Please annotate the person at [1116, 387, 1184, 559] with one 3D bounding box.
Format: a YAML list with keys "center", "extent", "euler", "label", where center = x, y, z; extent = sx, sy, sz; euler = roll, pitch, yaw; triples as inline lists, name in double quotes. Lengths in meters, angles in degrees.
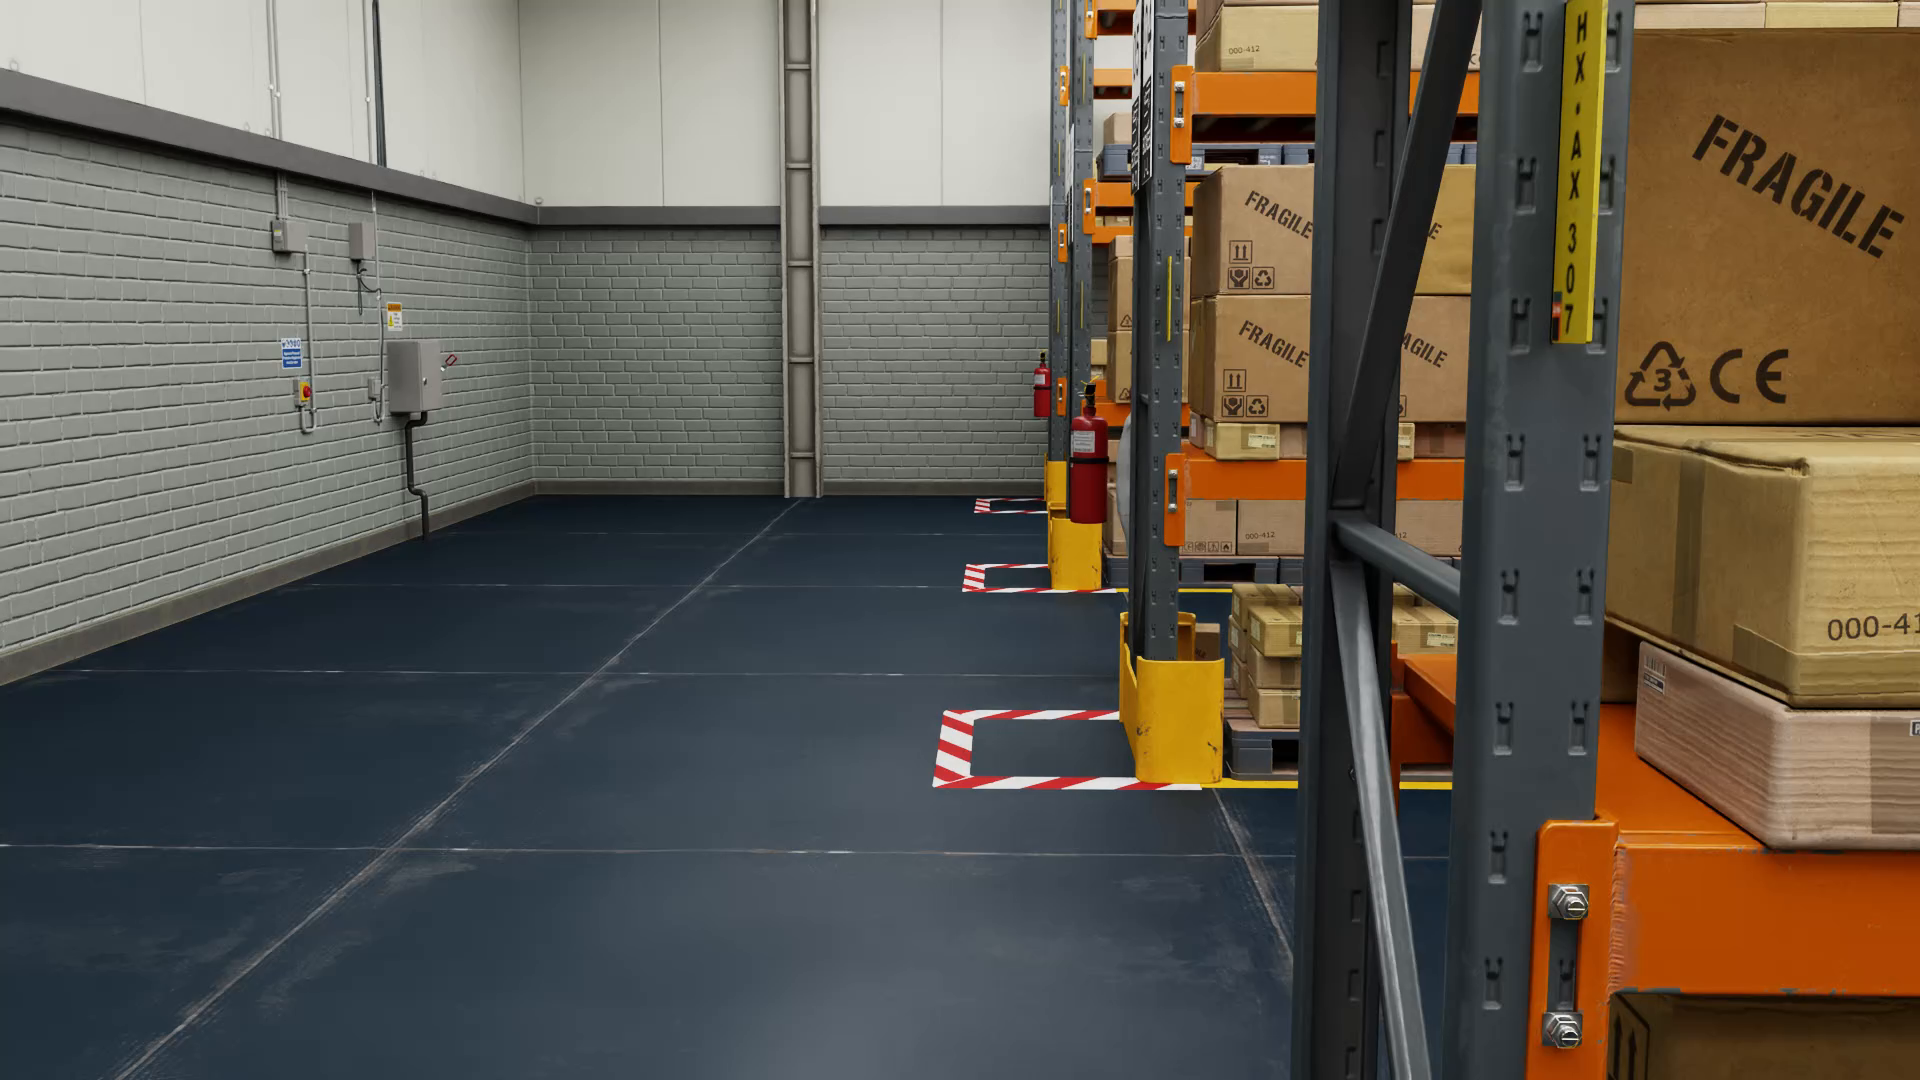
- center: [1.004, -0.124, 8.750]
  extent: [0.371, 1.671, 0.502]
  euler: [1, 7, 7]
  label: "person"
